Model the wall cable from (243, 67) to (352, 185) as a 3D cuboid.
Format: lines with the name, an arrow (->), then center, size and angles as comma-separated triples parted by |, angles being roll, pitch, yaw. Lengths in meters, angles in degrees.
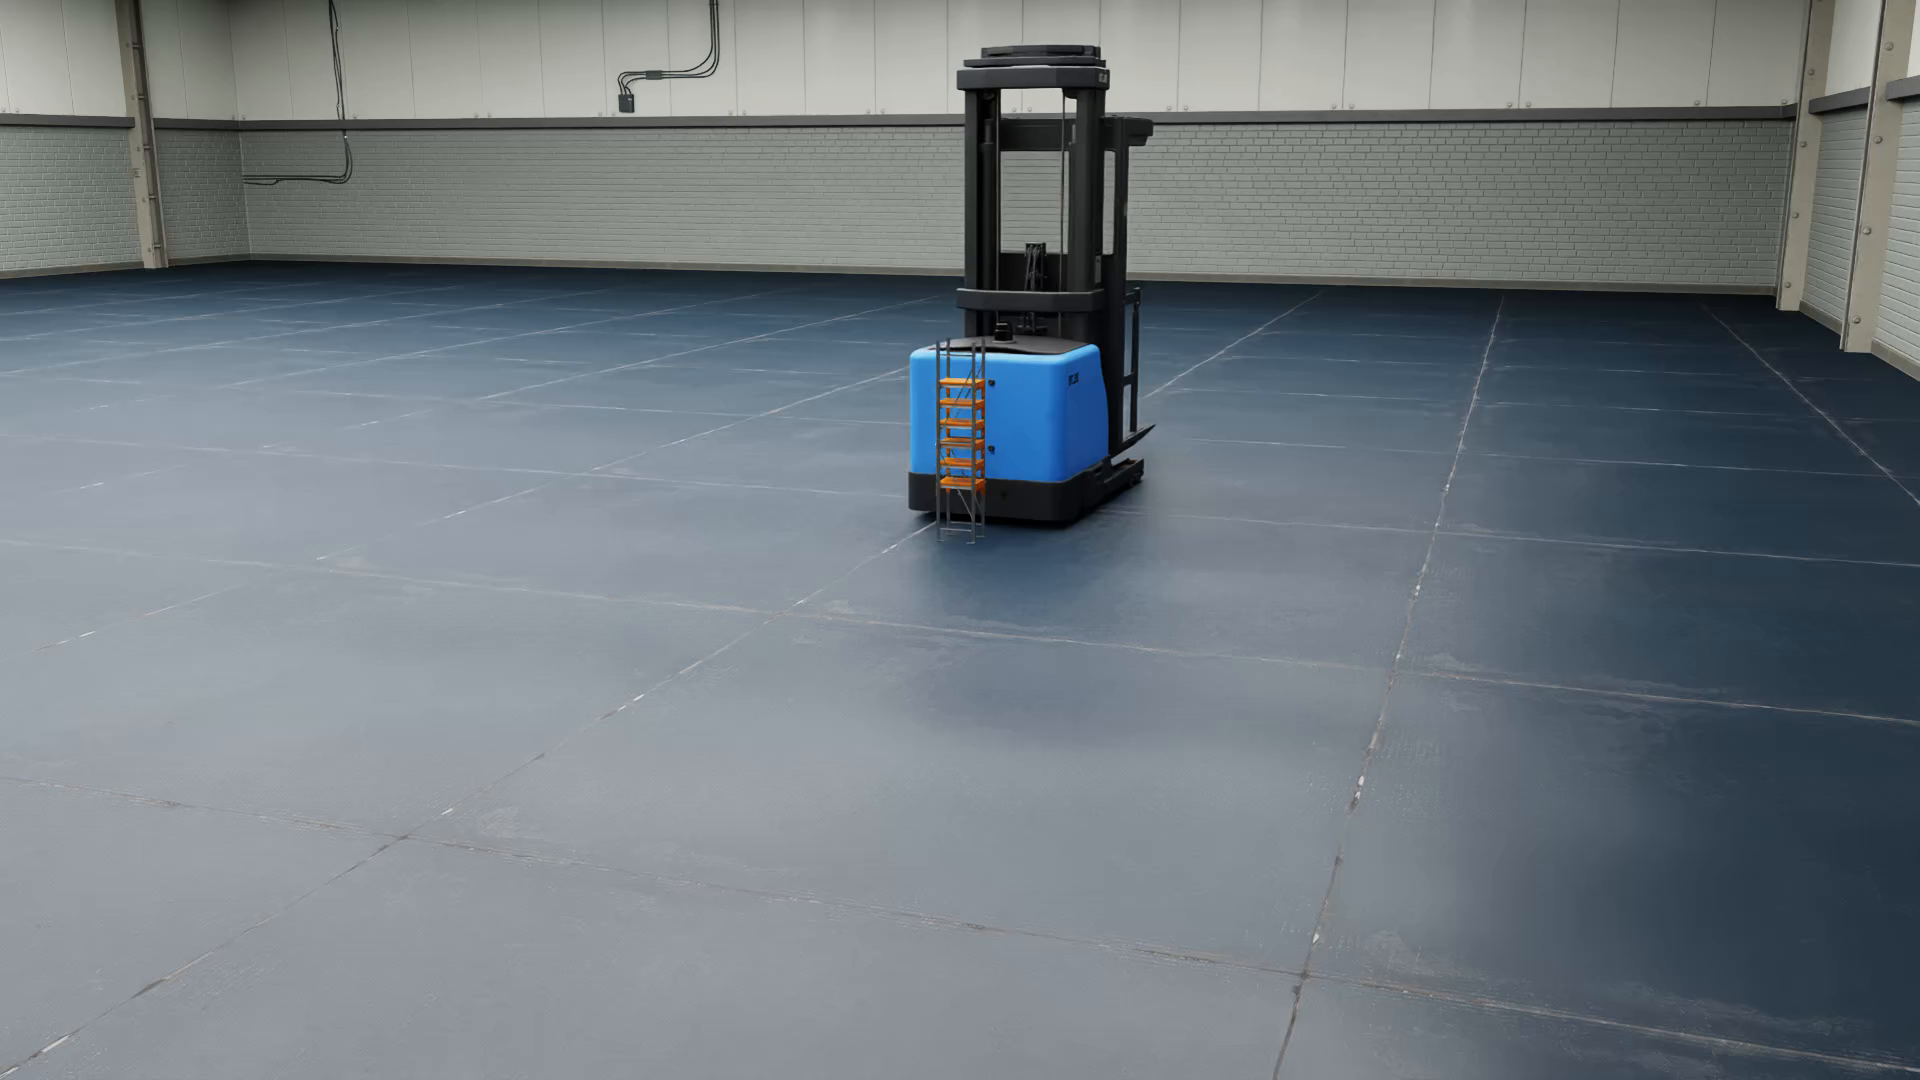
wall cable -> -14.913, -9.199, 37.046 | 3.097, 2.526, 0.112 | 4, 14, 18

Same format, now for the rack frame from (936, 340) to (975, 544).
rack frame -> -0.025, -0.569, 9.783 | 0.240, 1.200, 0.006 | 4, 14, 18

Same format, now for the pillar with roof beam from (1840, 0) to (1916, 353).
pillar with roof beam -> 6.673, -6.966, 20.286 | 9.100, 9.000, 0.400 | 4, 14, 18

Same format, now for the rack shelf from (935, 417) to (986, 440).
rack shelf -> 0.005, -0.662, 9.851 | 0.258, 0.103, 0.180 | 4, 14, 18

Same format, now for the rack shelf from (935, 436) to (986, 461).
rack shelf -> 0.005, -0.545, 9.878 | 0.258, 0.103, 0.180 | 4, 14, 18

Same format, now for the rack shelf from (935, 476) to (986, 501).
rack shelf -> 0.005, -0.311, 9.931 | 0.258, 0.103, 0.180 | 4, 14, 18

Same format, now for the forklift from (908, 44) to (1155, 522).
forklift -> 0.665, -1.824, 11.394 | 1.130, 2.935, 3.031 | 5, 14, 20

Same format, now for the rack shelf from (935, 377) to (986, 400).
rack shelf -> 0.005, -0.896, 9.798 | 0.258, 0.103, 0.180 | 4, 14, 18

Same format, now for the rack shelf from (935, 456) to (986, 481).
rack shelf -> 0.005, -0.428, 9.904 | 0.258, 0.103, 0.180 | 4, 14, 18

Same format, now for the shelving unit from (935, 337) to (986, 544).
shelving unit -> 0.005, -0.588, 9.868 | 0.258, 1.200, 0.189 | 4, 14, 18

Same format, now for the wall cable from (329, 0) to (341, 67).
wall cable -> -12.353, -11.466, 35.631 | 3.097, 2.526, 0.112 | 4, 14, 18

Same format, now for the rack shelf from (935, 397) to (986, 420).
rack shelf -> 0.005, -0.779, 9.824 | 0.258, 0.103, 0.180 | 4, 14, 18

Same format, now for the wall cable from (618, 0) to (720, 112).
wall cable -> -5.936, -11.684, 33.313 | 2.305, 6.003, 0.169 | 4, 14, 18

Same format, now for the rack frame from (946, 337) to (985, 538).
rack frame -> 0.034, -0.607, 9.952 | 0.240, 1.200, 0.006 | 4, 14, 18

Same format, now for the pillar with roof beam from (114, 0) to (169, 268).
pillar with roof beam -> -13.044, -9.878, 33.042 | 9.100, 9.000, 0.400 | 4, 14, 18

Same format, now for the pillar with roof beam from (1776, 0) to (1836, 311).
pillar with roof beam -> 8.614, -8.230, 25.821 | 9.100, 9.000, 0.400 | 4, 14, 18
